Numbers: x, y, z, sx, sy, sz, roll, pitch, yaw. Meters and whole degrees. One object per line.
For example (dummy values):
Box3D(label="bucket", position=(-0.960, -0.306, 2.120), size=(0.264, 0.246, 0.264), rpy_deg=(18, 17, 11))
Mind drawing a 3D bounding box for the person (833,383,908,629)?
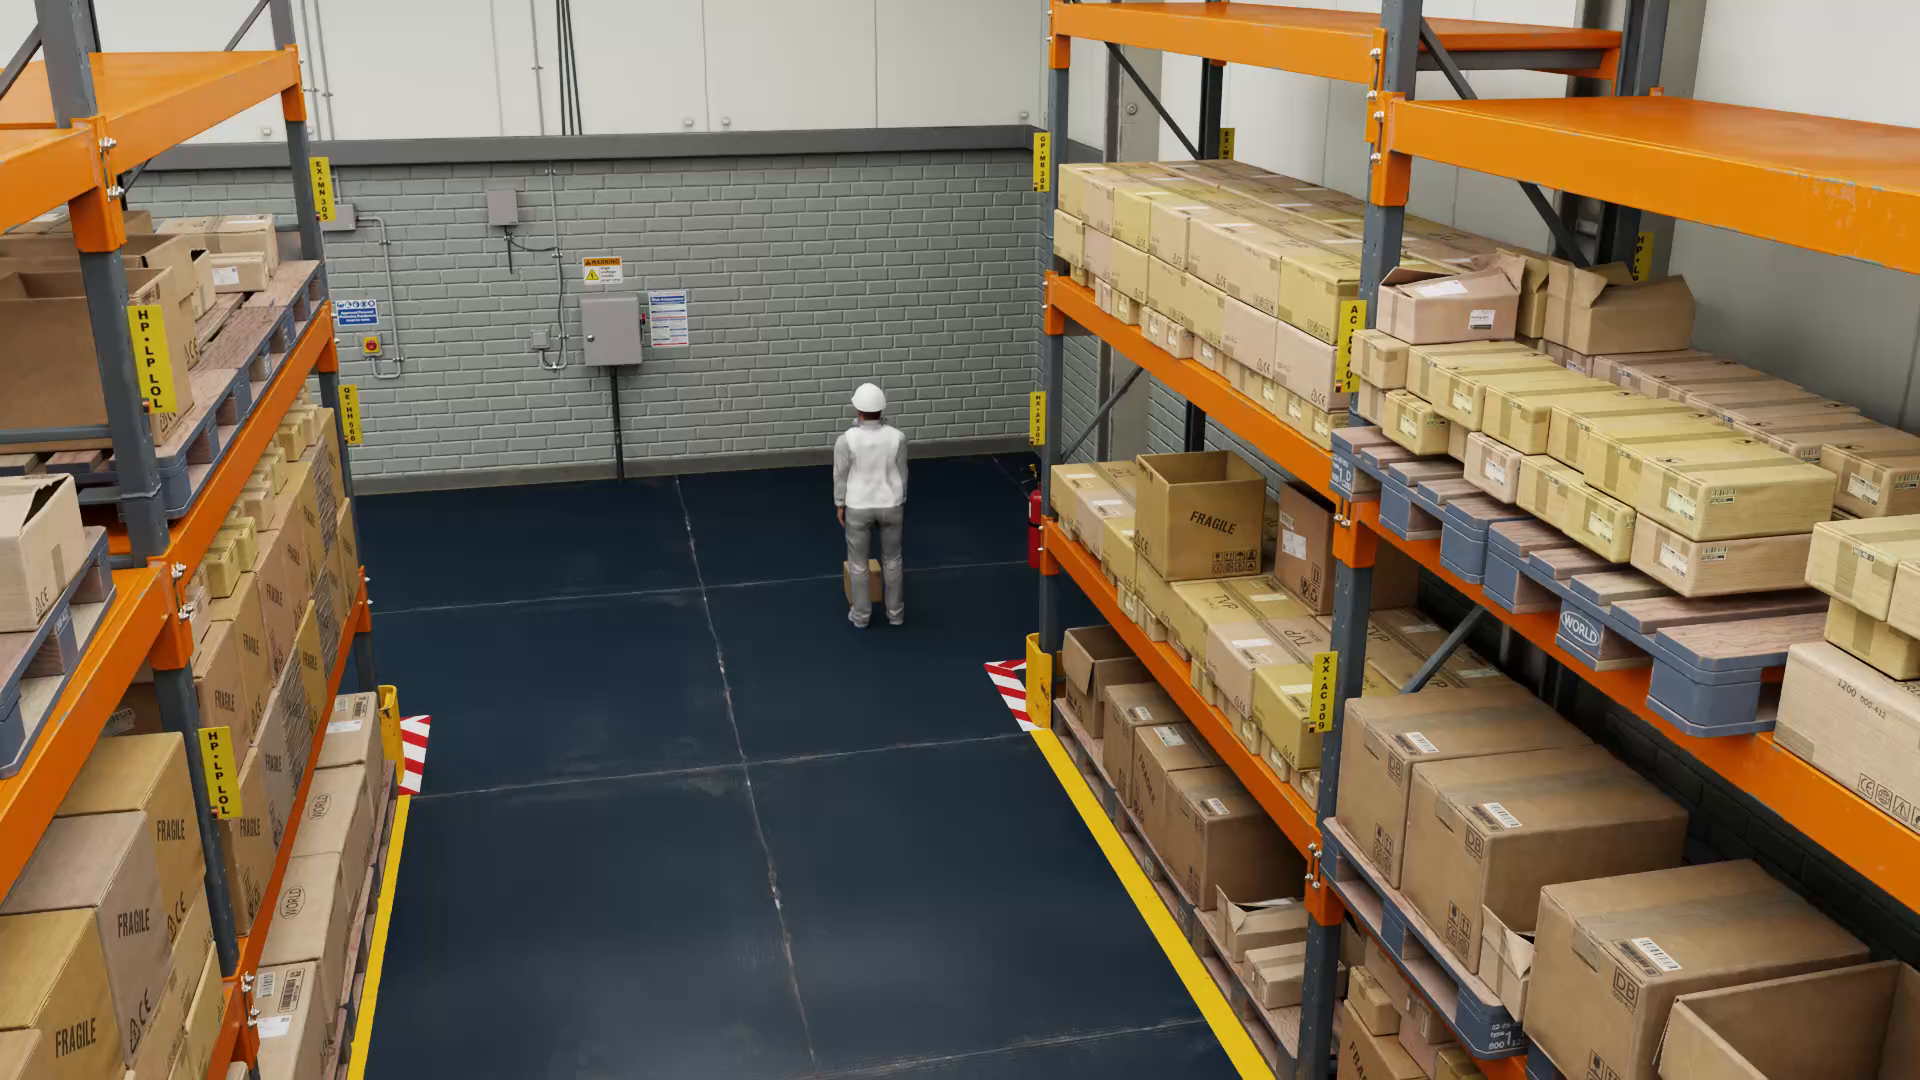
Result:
Box3D(label="person", position=(-0.630, -0.246, 11.736), size=(0.532, 1.775, 0.358), rpy_deg=(-4, 20, -11))
